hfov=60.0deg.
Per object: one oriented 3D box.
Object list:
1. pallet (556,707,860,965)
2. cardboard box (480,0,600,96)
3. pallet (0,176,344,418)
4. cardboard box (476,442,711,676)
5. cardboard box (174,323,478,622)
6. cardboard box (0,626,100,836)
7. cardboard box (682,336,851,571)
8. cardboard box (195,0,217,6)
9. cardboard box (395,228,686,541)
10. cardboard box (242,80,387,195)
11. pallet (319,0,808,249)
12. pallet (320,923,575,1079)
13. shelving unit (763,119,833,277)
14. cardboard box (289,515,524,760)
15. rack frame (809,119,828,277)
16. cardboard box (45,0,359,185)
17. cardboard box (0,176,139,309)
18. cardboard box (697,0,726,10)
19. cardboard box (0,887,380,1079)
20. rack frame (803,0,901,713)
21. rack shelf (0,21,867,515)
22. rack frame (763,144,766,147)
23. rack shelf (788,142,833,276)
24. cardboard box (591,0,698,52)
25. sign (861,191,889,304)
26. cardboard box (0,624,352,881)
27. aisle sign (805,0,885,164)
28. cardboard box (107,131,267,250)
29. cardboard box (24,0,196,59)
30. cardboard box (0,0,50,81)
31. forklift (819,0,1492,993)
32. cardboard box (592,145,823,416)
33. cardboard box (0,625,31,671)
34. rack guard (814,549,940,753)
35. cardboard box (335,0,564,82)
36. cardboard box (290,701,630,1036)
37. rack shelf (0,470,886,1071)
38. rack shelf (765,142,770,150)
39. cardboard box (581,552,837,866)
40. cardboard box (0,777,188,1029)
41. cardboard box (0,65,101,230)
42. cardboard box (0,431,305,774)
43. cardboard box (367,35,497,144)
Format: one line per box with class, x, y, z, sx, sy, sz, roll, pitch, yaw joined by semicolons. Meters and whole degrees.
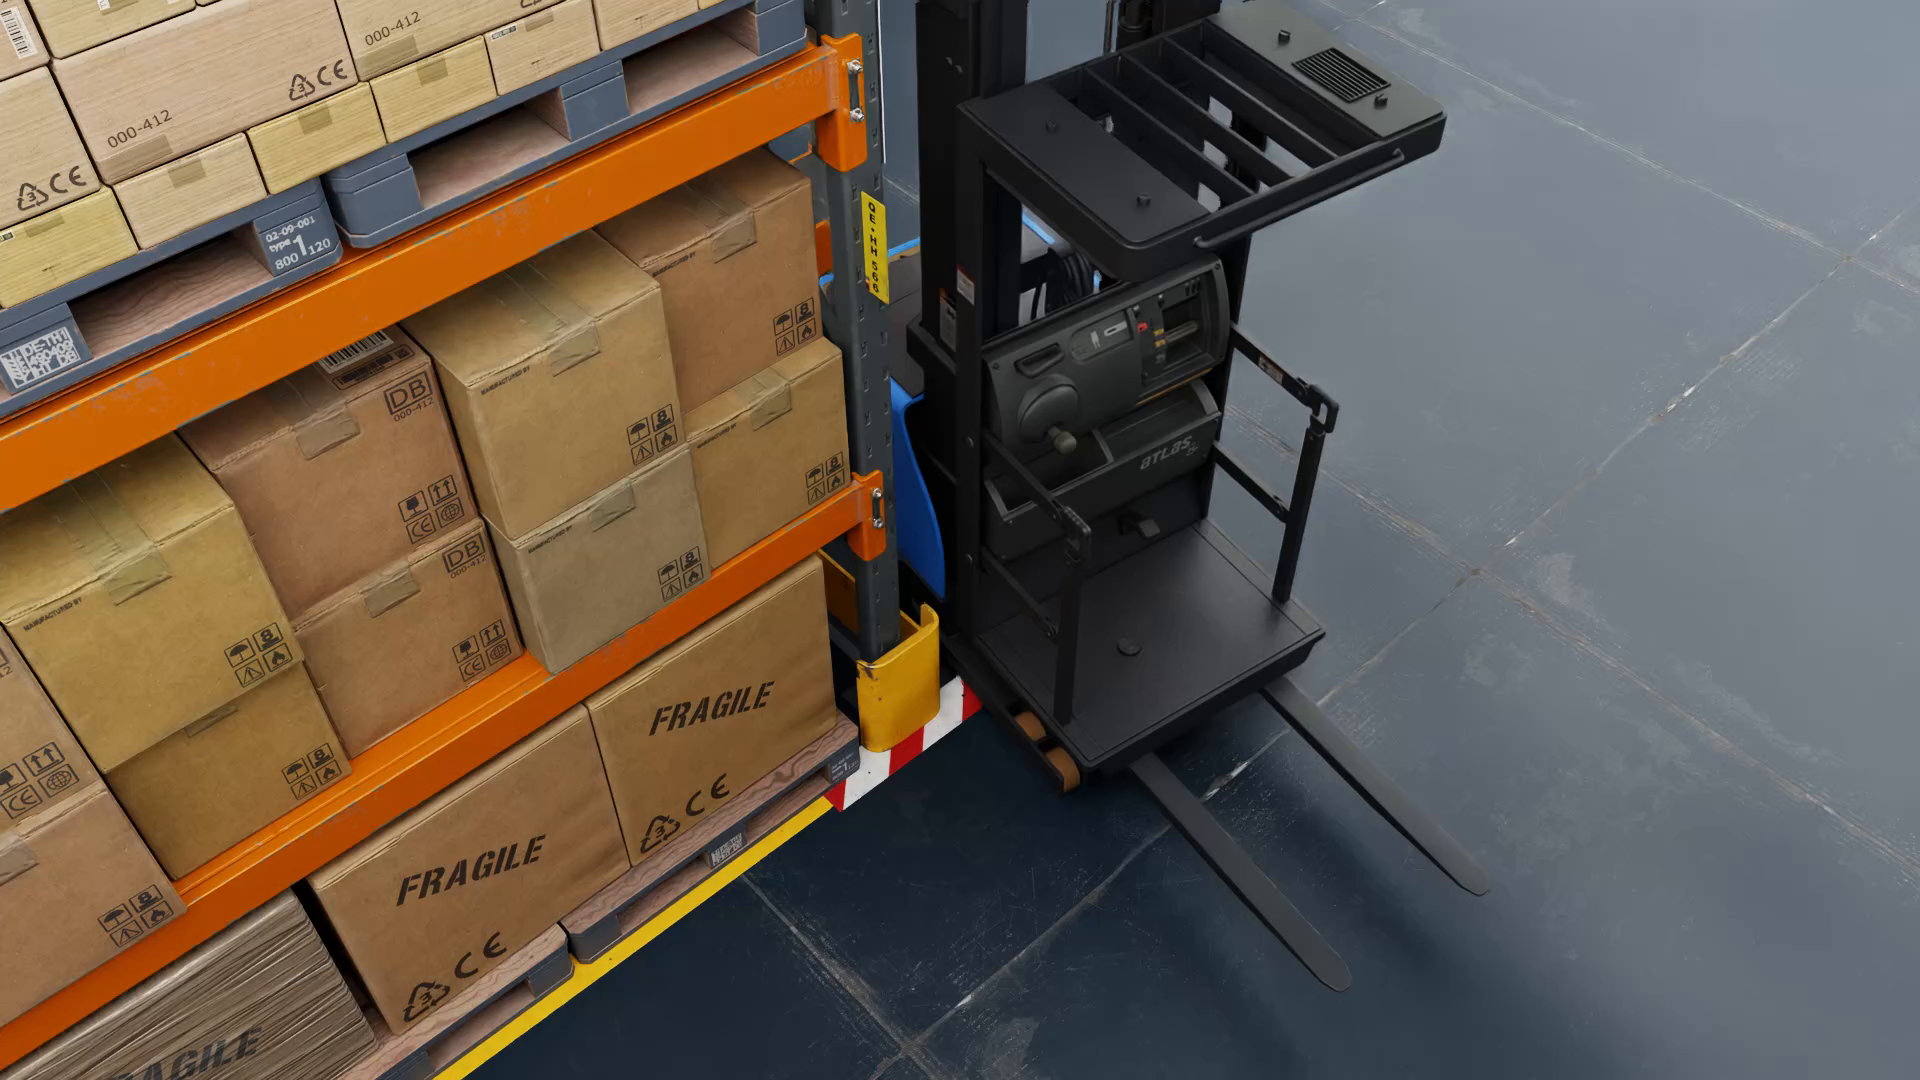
pallet;-1.124;0.768;5.897;1.213;0.211;1.003;-34;56;-27
cardboard box;-0.979;-1.123;3.522;0.250;0.149;0.380;-33;55;-27
pallet;-2.030;-0.623;3.304;1.213;0.211;1.003;-34;56;-27
cardboard box;-1.221;-0.174;4.768;0.550;0.550;0.875;-34;56;-27
cardboard box;-1.736;-0.345;4.190;0.550;0.550;0.875;-34;56;-27
cardboard box;-2.428;0.254;3.637;0.550;0.550;0.875;-34;56;-27
cardboard box;-0.829;-0.458;5.029;0.550;0.550;0.875;-34;56;-27
cardboard box;-1.357;-1.142;2.996;0.250;0.149;0.380;-34;56;-27
cardboard box;-1.230;-0.548;4.378;0.550;0.550;0.875;-34;56;-27
cardboard box;-1.356;-0.871;3.289;0.250;0.149;0.380;-35;56;-28
pallet;-1.127;-1.230;3.863;1.213;0.211;1.003;-34;56;-27
pallet;-2.026;1.368;5.344;1.213;0.211;1.003;-34;56;-27
shelving unit;-0.620;-1.138;6.371;0.503;2.100;0.431;-33;55;-27
cardboard box;-1.720;0.034;4.575;0.550;0.550;0.875;-34;56;-27
rack frame;-0.438;-1.258;6.482;0.015;2.100;0.400;-33;55;-27
cardboard box;-1.502;-0.970;3.109;0.500;0.250;0.500;-34;56;-27
cardboard box;-1.732;-0.621;3.058;0.250;0.149;0.380;-33;55;-27
cardboard box;-0.603;-1.375;3.754;0.250;0.149;0.380;-34;56;-27
cardboard box;-2.368;1.220;4.743;0.875;0.875;0.875;-33;56;-27
rack frame;-0.585;-0.615;5.277;0.127;3.000;1.000;-34;56;-27
rack shelf;-2.065;-0.400;3.526;4.000;0.370;1.077;-34;56;-27
rack frame;-0.802;-1.019;6.261;0.015;2.100;0.400;-33;55;-27
rack shelf;-0.620;-1.129;6.381;0.480;0.518;0.431;-33;55;-27
cardboard box;-0.790;-1.251;3.639;0.250;0.149;0.380;-33;55;-27
sign;-0.230;-0.786;4.485;0.005;0.325;0.100;-34;56;-27
cardboard box;-2.084;0.319;4.313;0.500;0.550;0.875;-34;56;-27
aisle sign;-0.331;-1.369;4.203;0.004;0.787;0.394;-34;56;-27
cardboard box;-1.543;-0.747;3.174;0.250;0.149;0.380;-33;55;-27
cardboard box;-1.547;-1.014;2.879;0.250;0.149;0.380;-35;56;-28
cardboard box;-1.734;-0.889;2.763;0.250;0.149;0.380;-33;55;-27
forklift;0.609;-0.499;5.216;1.130;2.935;3.031;-26;53;-22
cardboard box;-0.886;-0.870;4.675;0.550;0.550;0.875;-34;56;-27
cardboard box;-3.512;0.438;6.165;0.258;0.266;0.396;-25;52;-21
rack guard;-0.567;0.221;6.206;0.348;0.500;1.175;-34;56;-27
cardboard box;-1.130;-1.218;3.338;0.500;0.250;0.500;-34;56;-27
cardboard box;-1.692;0.770;5.158;0.875;0.875;0.875;-35;56;-28
rack shelf;-2.065;0.618;4.629;4.000;0.370;1.077;-34;56;-27
rack shelf;-0.620;-1.604;5.867;0.480;0.518;0.431;-33;55;-27
cardboard box;-1.042;0.334;5.561;0.875;0.875;0.875;-33;56;-27
cardboard box;-2.409;0.636;4.021;0.550;0.550;0.875;-34;56;-27
cardboard box;-1.875;-0.721;2.879;0.500;0.250;0.500;-33;55;-27
cardboard box;-2.041;-0.012;3.883;0.500;0.550;0.875;-34;56;-27
cardboard box;-1.167;-0.999;3.407;0.250;0.149;0.380;-33;55;-27
